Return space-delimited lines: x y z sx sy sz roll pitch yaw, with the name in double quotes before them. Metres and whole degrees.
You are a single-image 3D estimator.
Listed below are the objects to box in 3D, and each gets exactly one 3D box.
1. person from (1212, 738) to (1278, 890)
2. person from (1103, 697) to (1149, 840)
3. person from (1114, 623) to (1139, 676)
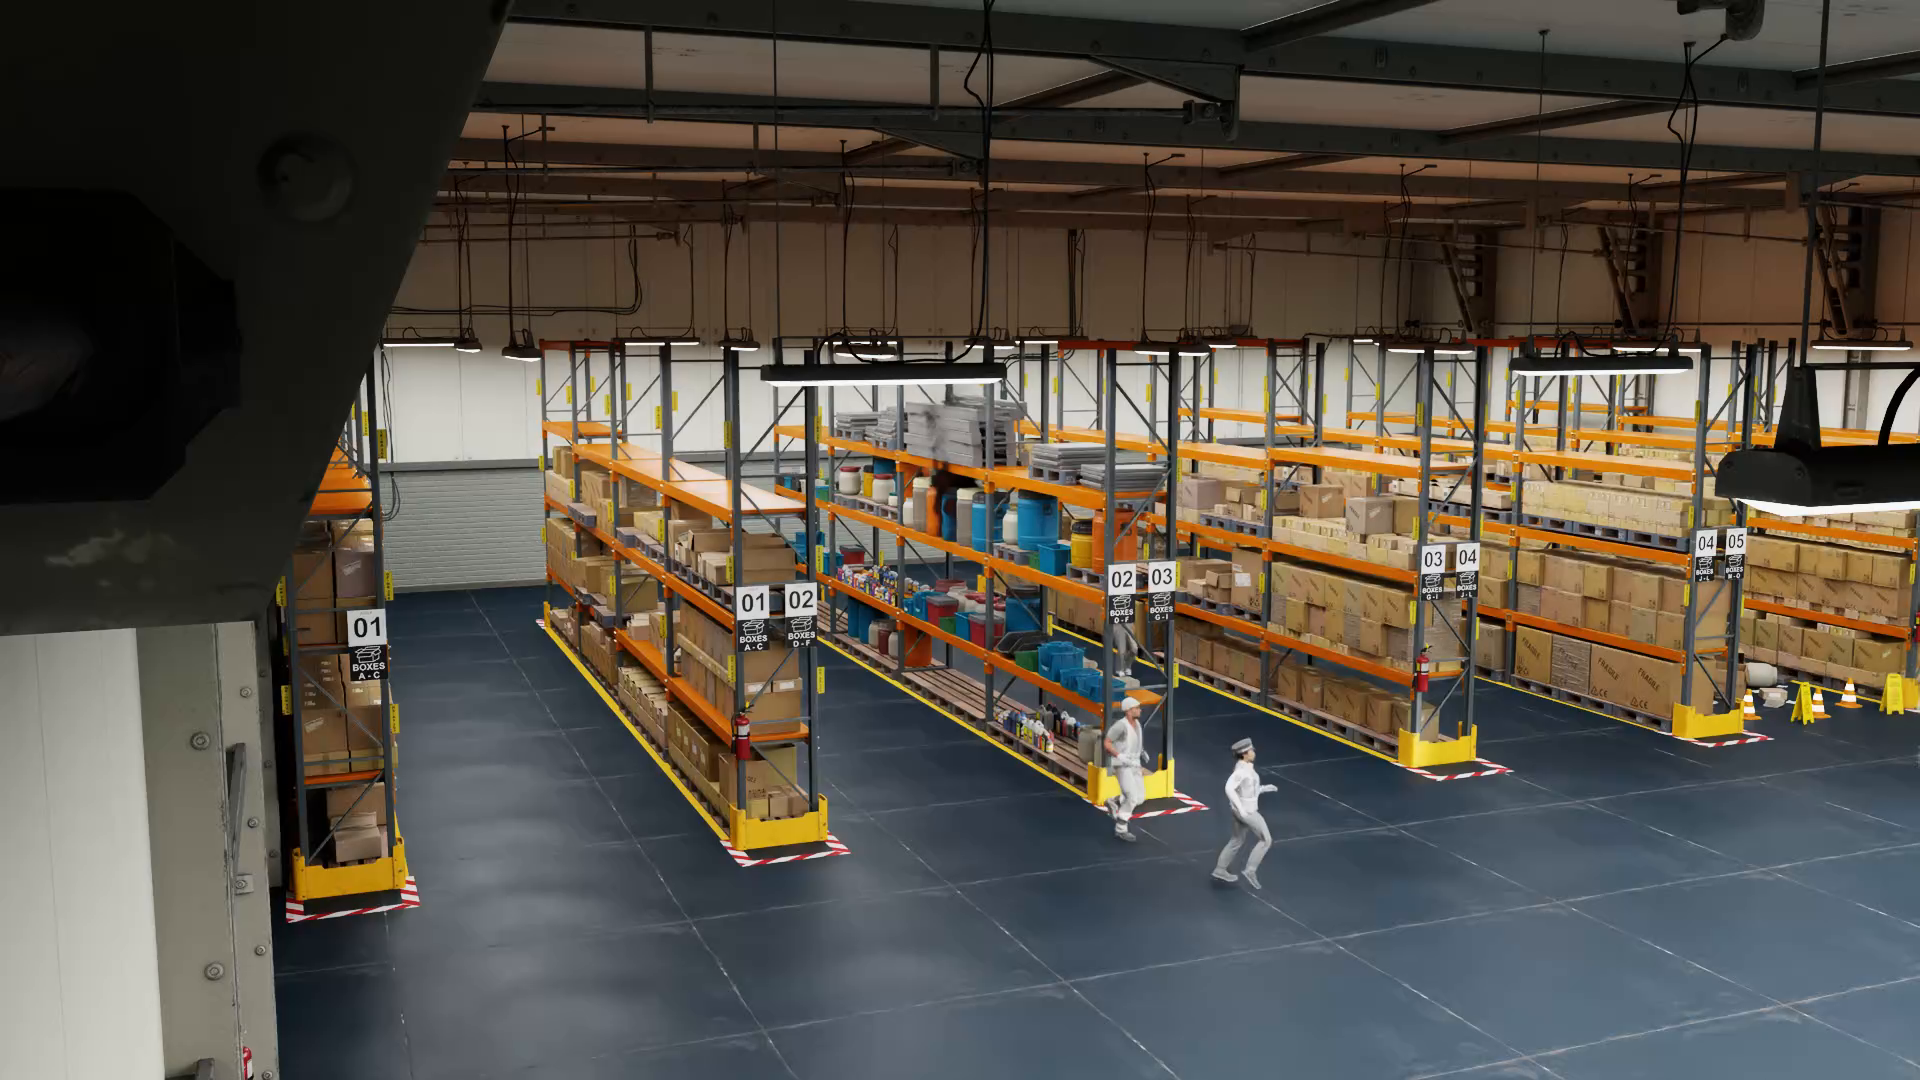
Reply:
"person" 3.216 3.074 18.707 0.708 1.726 0.580 0 7 0
"person" 2.060 2.808 20.746 0.648 1.708 0.676 6 10 40
"person" 2.947 1.645 29.755 0.565 1.634 0.608 -3 8 -21
